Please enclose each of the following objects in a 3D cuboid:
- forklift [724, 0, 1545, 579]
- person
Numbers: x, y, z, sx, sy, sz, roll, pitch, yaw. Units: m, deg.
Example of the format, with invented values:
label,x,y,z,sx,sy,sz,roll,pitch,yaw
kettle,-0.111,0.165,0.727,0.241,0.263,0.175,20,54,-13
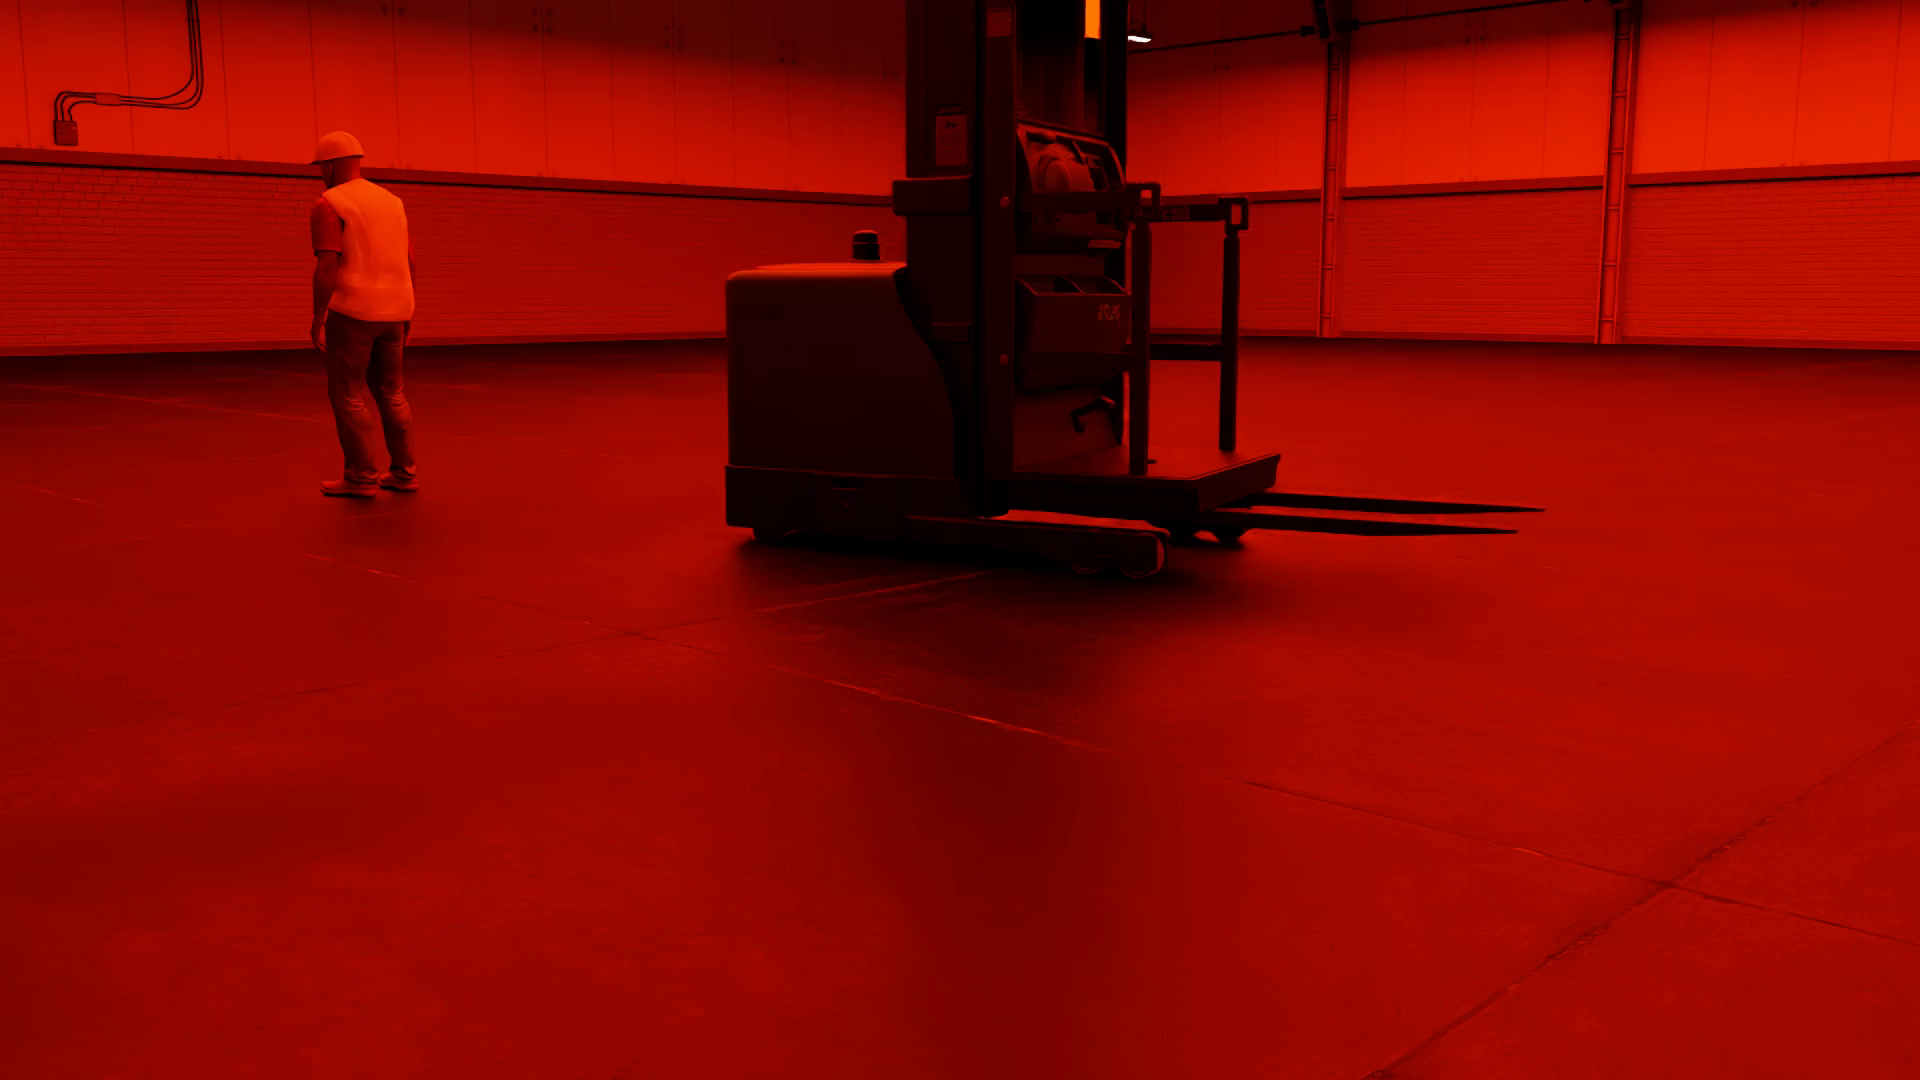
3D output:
label,x,y,z,sx,sy,sz,roll,pitch,yaw
forklift,0.611,-1.404,6.195,3.031,2.935,1.130,4,10,27
person,-2.933,-1.103,8.147,0.463,1.759,0.626,4,10,27
